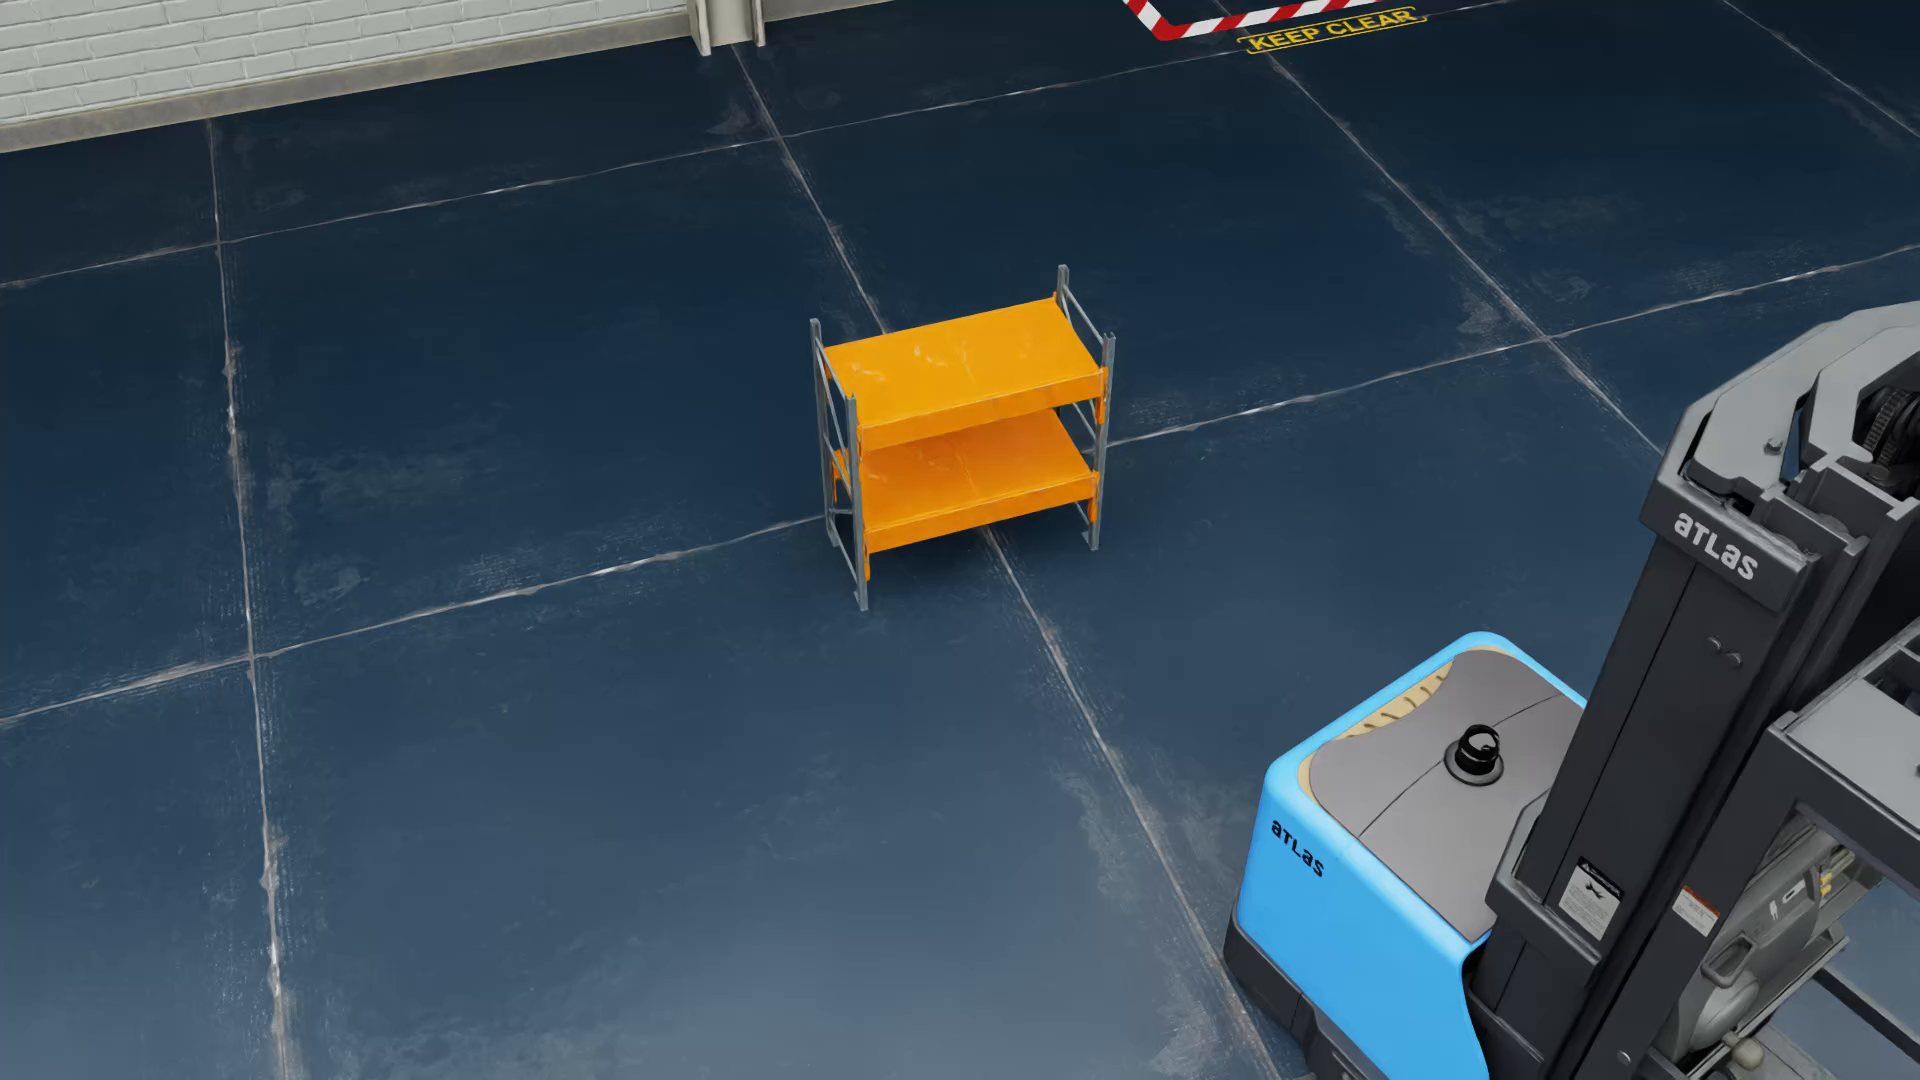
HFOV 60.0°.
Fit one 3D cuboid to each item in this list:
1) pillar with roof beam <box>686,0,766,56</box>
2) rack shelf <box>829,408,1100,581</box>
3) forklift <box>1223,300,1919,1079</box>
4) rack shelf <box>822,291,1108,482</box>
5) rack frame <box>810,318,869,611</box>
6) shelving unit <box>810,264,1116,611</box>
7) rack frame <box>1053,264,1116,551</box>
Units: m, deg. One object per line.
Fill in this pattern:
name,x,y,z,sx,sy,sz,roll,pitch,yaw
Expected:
pillar with roof beam,0.054,-3.351,4.046,0.400,9.000,9.100,-14,47,-14
rack shelf,0.006,-0.226,6.836,1.000,0.278,0.538,-14,47,-14
forklift,2.163,1.031,3.963,1.130,2.935,3.031,-28,51,-25
rack shelf,0.006,-0.605,6.455,1.000,0.278,0.538,-14,47,-14
rack frame,-0.472,-0.276,6.541,0.032,1.125,0.500,-14,47,-14
shelving unit,0.006,-0.399,6.663,1.048,1.125,0.538,-14,47,-14
rack frame,0.485,-0.521,6.784,0.032,1.125,0.500,-14,47,-14
